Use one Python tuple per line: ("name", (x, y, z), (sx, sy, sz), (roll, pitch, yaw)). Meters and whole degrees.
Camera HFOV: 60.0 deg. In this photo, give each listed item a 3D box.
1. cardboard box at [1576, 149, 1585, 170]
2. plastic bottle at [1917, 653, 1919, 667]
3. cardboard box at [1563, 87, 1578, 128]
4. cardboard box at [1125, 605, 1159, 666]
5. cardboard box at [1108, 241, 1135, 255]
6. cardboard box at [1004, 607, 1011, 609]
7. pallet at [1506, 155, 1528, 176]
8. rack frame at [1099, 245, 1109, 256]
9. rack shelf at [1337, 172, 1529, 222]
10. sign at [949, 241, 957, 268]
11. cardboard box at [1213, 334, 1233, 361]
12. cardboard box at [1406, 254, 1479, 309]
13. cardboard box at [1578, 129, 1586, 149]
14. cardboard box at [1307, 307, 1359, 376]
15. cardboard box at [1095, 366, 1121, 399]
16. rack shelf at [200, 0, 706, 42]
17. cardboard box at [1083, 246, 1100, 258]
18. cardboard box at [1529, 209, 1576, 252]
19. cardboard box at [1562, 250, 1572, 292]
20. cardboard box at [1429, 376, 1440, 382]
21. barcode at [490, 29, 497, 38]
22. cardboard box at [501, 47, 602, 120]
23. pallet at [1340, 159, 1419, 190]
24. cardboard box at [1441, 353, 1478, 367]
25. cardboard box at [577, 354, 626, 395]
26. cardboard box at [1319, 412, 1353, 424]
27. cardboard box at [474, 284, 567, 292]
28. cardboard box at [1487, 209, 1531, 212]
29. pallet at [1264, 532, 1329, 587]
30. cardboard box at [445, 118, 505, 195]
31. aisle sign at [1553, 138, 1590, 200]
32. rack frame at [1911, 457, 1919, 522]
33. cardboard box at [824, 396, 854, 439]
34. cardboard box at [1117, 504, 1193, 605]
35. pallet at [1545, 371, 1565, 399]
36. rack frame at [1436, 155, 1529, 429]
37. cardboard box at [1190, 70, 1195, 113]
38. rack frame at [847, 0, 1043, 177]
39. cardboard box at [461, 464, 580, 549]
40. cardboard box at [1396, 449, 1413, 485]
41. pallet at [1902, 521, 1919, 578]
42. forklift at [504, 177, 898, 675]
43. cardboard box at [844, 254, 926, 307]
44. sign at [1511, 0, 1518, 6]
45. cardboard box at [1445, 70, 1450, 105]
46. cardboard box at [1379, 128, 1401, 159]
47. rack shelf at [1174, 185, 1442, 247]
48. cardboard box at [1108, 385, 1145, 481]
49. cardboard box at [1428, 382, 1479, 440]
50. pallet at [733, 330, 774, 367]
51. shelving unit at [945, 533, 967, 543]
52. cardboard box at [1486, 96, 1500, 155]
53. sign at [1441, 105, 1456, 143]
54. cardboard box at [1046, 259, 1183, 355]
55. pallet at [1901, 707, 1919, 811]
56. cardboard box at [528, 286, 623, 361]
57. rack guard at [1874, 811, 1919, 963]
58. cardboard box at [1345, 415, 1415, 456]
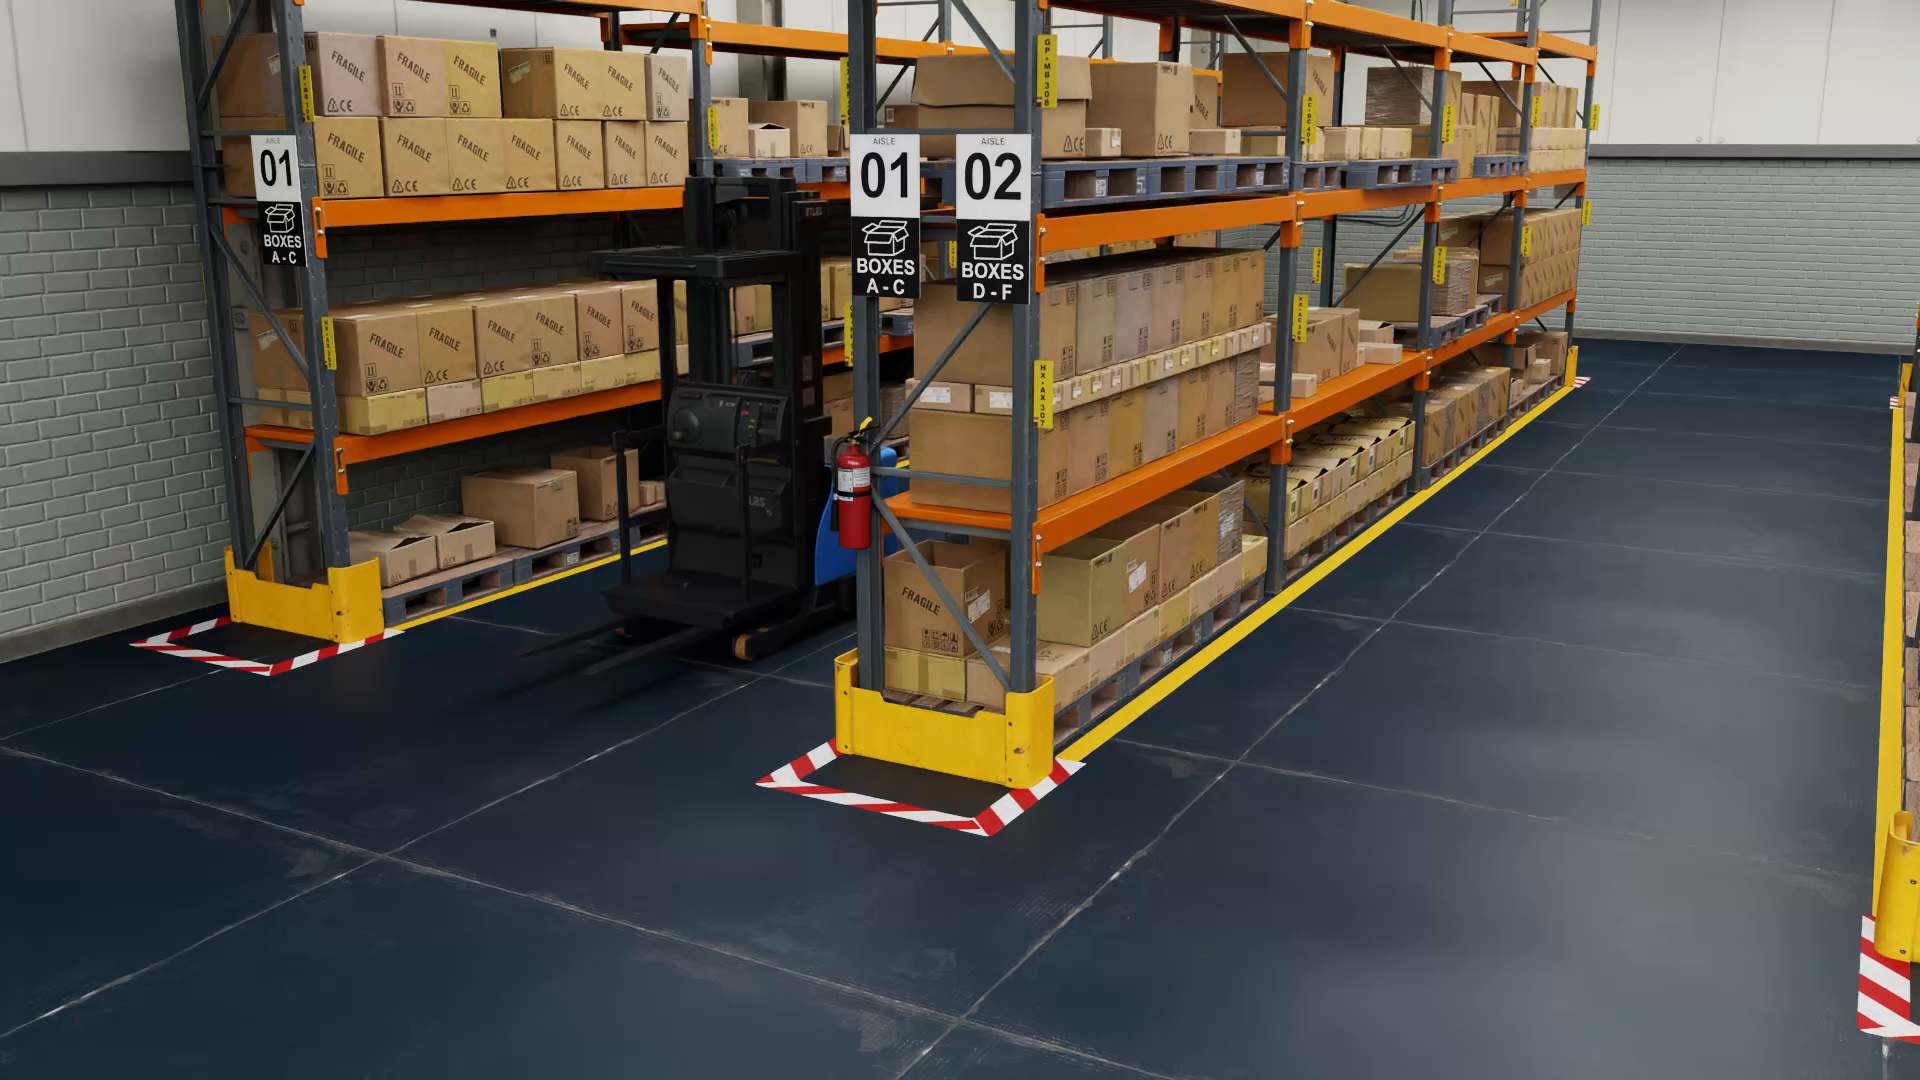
("cardboard box", (7.637, -4.841, 21.135), (0.500, 0.250, 0.500), (7, 15, 28))
("plastic bottle", (5.552, 0.637, 9.525), (0.097, 0.201, 0.097), (0, 14, 0))
("cardboard box", (7.421, -5.477, 21.105), (0.700, 0.500, 0.500), (7, 15, 28))
("cardboard box", (0.855, 0.534, 9.891), (0.500, 0.250, 0.500), (7, 15, 28))
("cardboard box", (1.659, -3.586, 21.369), (0.980, 0.700, 0.700), (8, 16, 29))
("cardboard box", (0.392, 0.474, 10.140), (0.500, 0.250, 0.500), (7, 15, 28))
("pallet", (5.344, -4.012, 17.774), (1.213, 0.211, 1.003), (7, 15, 28))
("rack frame", (1.383, -3.331, 20.951), (1.000, 3.000, 0.127), (7, 15, 28))
("rack shelf", (4.754, -3.469, 16.657), (1.077, 0.370, 4.000), (7, 15, 28))
("sign", (-0.071, -2.975, 17.173), (0.100, 0.325, 0.005), (7, 15, 28))
("cardboard box", (1.538, -1.255, 10.740), (0.380, 0.149, 0.250), (7, 15, 28))
("cardboard box", (4.921, -2.654, 17.032), (0.700, 0.500, 0.500), (3, 14, 14))
("cardboard box", (7.630, -5.085, 21.080), (0.500, 0.250, 0.500), (7, 15, 28))
("cardboard box", (2.991, -1.652, 13.774), (0.500, 0.500, 0.500), (6, 15, 25))
("cardboard box", (0.669, -0.886, 9.210), (0.380, 0.149, 0.250), (7, 15, 27))
("rack shelf", (-3.451, -3.845, 11.822), (1.077, 0.370, 4.000), (7, 15, 28))
("cardboard box", (1.380, -3.411, 20.390), (0.500, 0.500, 0.500), (7, 15, 27))
("cardboard box", (7.437, -3.900, 20.963), (0.500, 0.500, 0.500), (8, 16, 30))
("cardboard box", (7.429, -3.410, 21.066), (0.500, 0.500, 0.500), (8, 15, 29))
("cardboard box", (4.778, -1.485, 17.689), (0.500, 0.500, 0.500), (8, 15, 29))
("barcode", (-3.533, -3.835, 12.588), (0.001, 0.075, 0.075), (7, 15, 28))
("cardboard box", (-2.988, -3.337, 12.185), (0.500, 0.500, 0.500), (7, 15, 26))
("pallet", (3.000, -2.937, 13.320), (1.003, 0.211, 1.213), (8, 16, 31))
("cardboard box", (5.748, -1.918, 19.485), (0.500, 0.500, 0.500), (7, 15, 28))
("cardboard box", (-2.926, -1.289, 12.757), (0.500, 0.250, 0.500), (7, 15, 28))
("cardboard box", (3.277, -1.016, 15.121), (0.500, 0.311, 0.500), (8, 16, 30))
("cardboard box", (-3.394, -1.711, 12.908), (0.500, 0.500, 0.500), (8, 16, 30))
("cardboard box", (6.963, -3.957, 21.199), (0.500, 0.500, 0.500), (8, 15, 29))
("pallet", (2.176, 0.071, 12.790), (1.003, 0.211, 1.213), (7, 15, 28))
("cardboard box", (-3.499, -2.639, 11.424), (0.500, 0.500, 0.500), (8, 16, 31))
("aisle sign", (7.956, -4.834, 21.639), (0.394, 0.787, 0.004), (7, 15, 28))
("rack frame", (8.122, -1.388, 12.891), (1.000, 3.000, 0.127), (7, 15, 28))
("cardboard box", (-1.419, -1.158, 16.331), (0.700, 0.500, 0.500), (7, 15, 28))
("cardboard box", (1.101, 0.067, 10.226), (0.500, 0.500, 0.500), (7, 15, 28))
("pallet", (7.233, -2.056, 21.613), (1.003, 0.211, 1.213), (7, 15, 28))
("rack frame", (5.721, -2.771, 18.626), (1.000, 3.000, 0.127), (7, 15, 28))
("cardboard box", (0.947, -2.586, 10.046), (0.797, 0.503, 0.637), (9, 16, 34))
("rack frame", (-0.080, -3.225, 7.711), (1.000, 3.000, 0.127), (7, 15, 28))
("cardboard box", (-3.331, -0.261, 12.612), (0.700, 0.500, 0.500), (6, 15, 25))
("cardboard box", (3.747, -0.682, 14.932), (0.500, 0.250, 0.500), (8, 16, 29))
("pallet", (7.713, 0.122, 12.577), (1.003, 0.211, 1.213), (7, 15, 28))
("forklift", (-1.614, -0.792, 10.563), (1.130, 2.935, 3.031), (8, 16, 30))
("cardboard box", (-0.769, -2.675, 17.079), (0.700, 0.500, 0.500), (5, 15, 21))
("sign", (7.180, -7.062, 21.463), (0.100, 0.325, 0.005), (7, 15, 28))
("cardboard box", (4.250, -4.136, 15.544), (0.500, 0.500, 0.500), (7, 15, 28))
("cardboard box", (3.380, -3.330, 13.971), (0.500, 0.250, 0.500), (8, 16, 30))
("rack shelf", (2.821, -2.648, 13.253), (1.077, 0.370, 4.000), (7, 15, 28))
("cardboard box", (0.652, -0.661, 9.662), (0.700, 0.500, 0.500), (7, 15, 28))
("cardboard box", (5.000, -1.328, 17.035), (0.500, 0.500, 0.500), (7, 15, 26))
("pallet", (-1.988, -1.737, 14.747), (1.003, 0.211, 1.213), (7, 15, 28))
("shelving unit", (0.026, -0.521, 13.456), (0.215, 1.050, 0.252), (7, 15, 28))
("cardboard box", (5.413, -4.435, 17.808), (0.600, 0.600, 0.600), (6, 15, 23))
("sign", (4.269, -3.633, 14.533), (0.100, 0.325, 0.005), (7, 15, 28))
("cardboard box", (0.917, -1.408, 9.992), (0.700, 0.500, 0.500), (7, 15, 28))
("pallet", (5.238, 1.173, 8.219), (1.003, 0.211, 1.213), (7, 15, 28))
("cardboard box", (-2.931, -1.654, 12.671), (0.500, 0.500, 0.500), (7, 15, 26))
("rack guard", (4.250, 1.448, 6.462), (1.175, 0.500, 0.348), (7, 15, 28))
("cardboard box", (3.750, -0.955, 14.868), (0.500, 0.311, 0.500), (8, 16, 30))
